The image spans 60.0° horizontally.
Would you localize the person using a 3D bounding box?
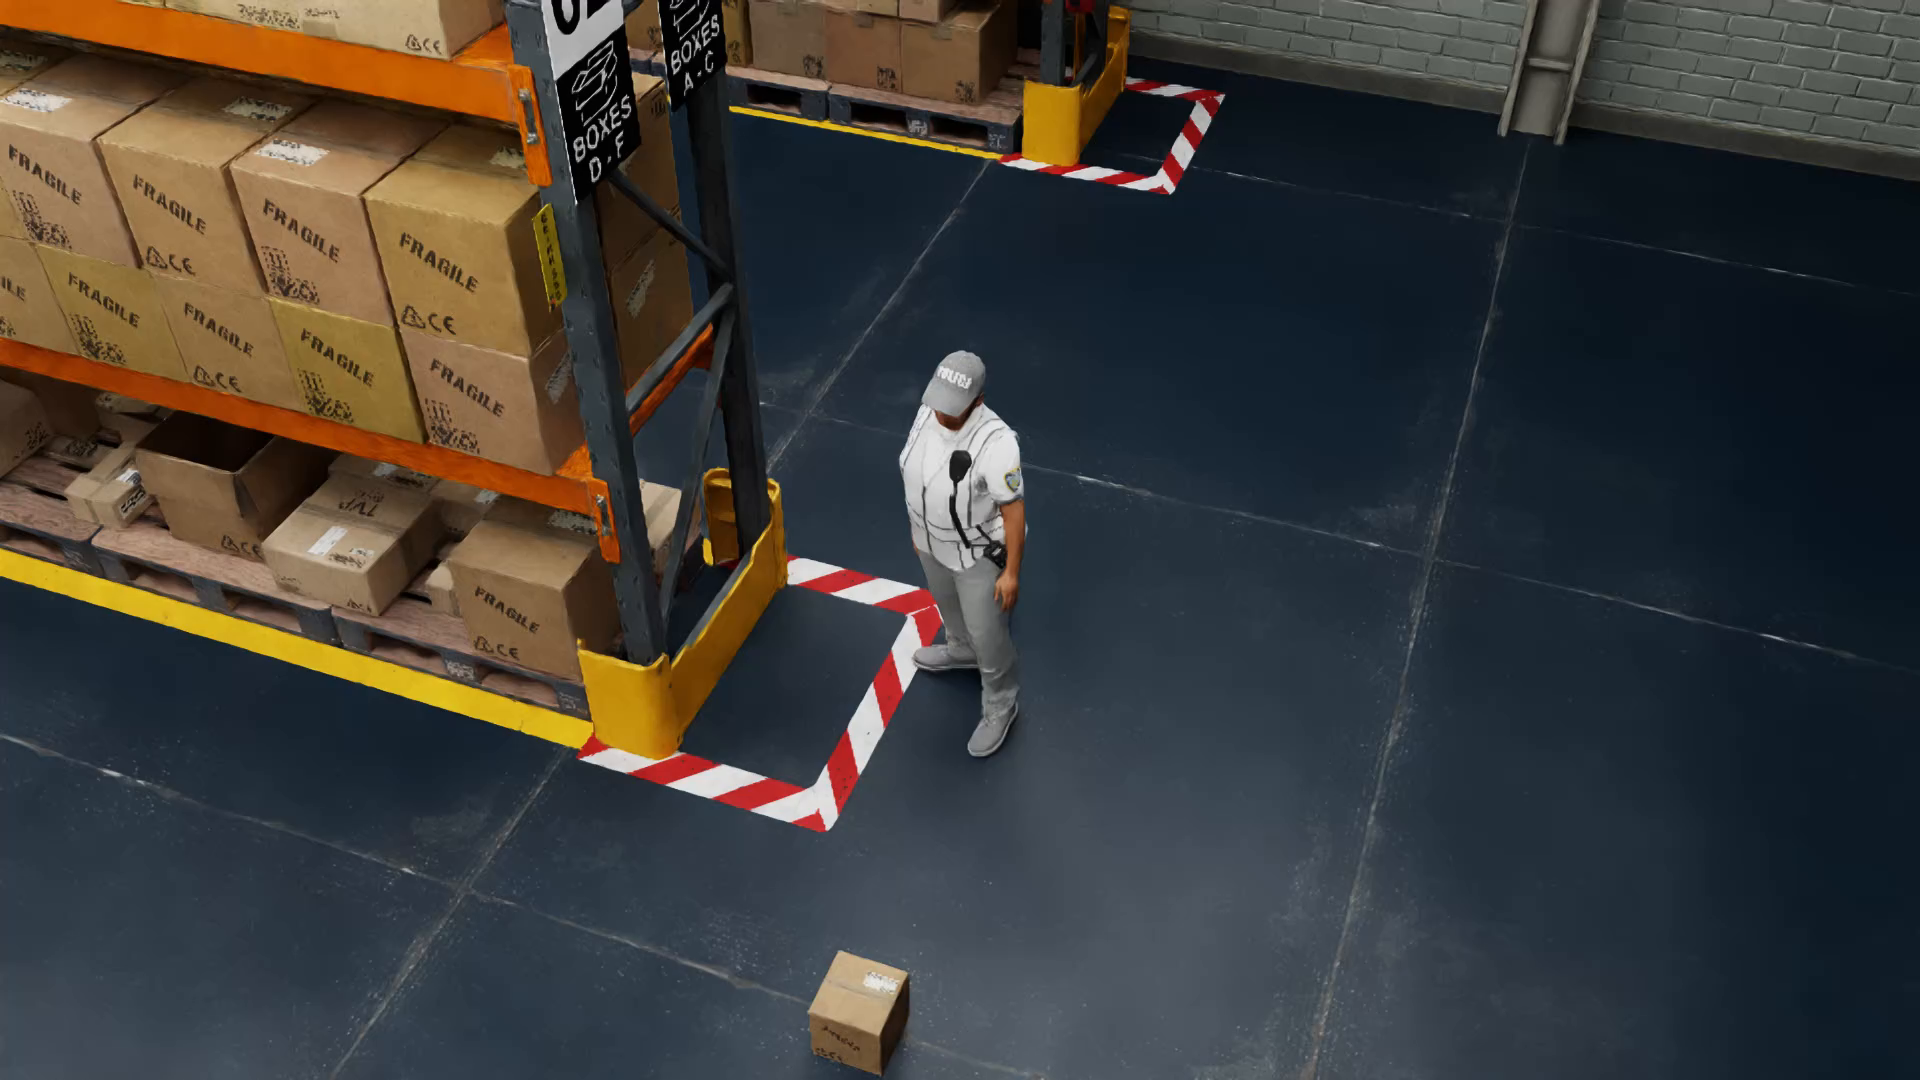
[{"bbox_3d":[0.019,0.007,6.120,0.393,1.671,0.608,-30,50,-29],"label":"person"}]
